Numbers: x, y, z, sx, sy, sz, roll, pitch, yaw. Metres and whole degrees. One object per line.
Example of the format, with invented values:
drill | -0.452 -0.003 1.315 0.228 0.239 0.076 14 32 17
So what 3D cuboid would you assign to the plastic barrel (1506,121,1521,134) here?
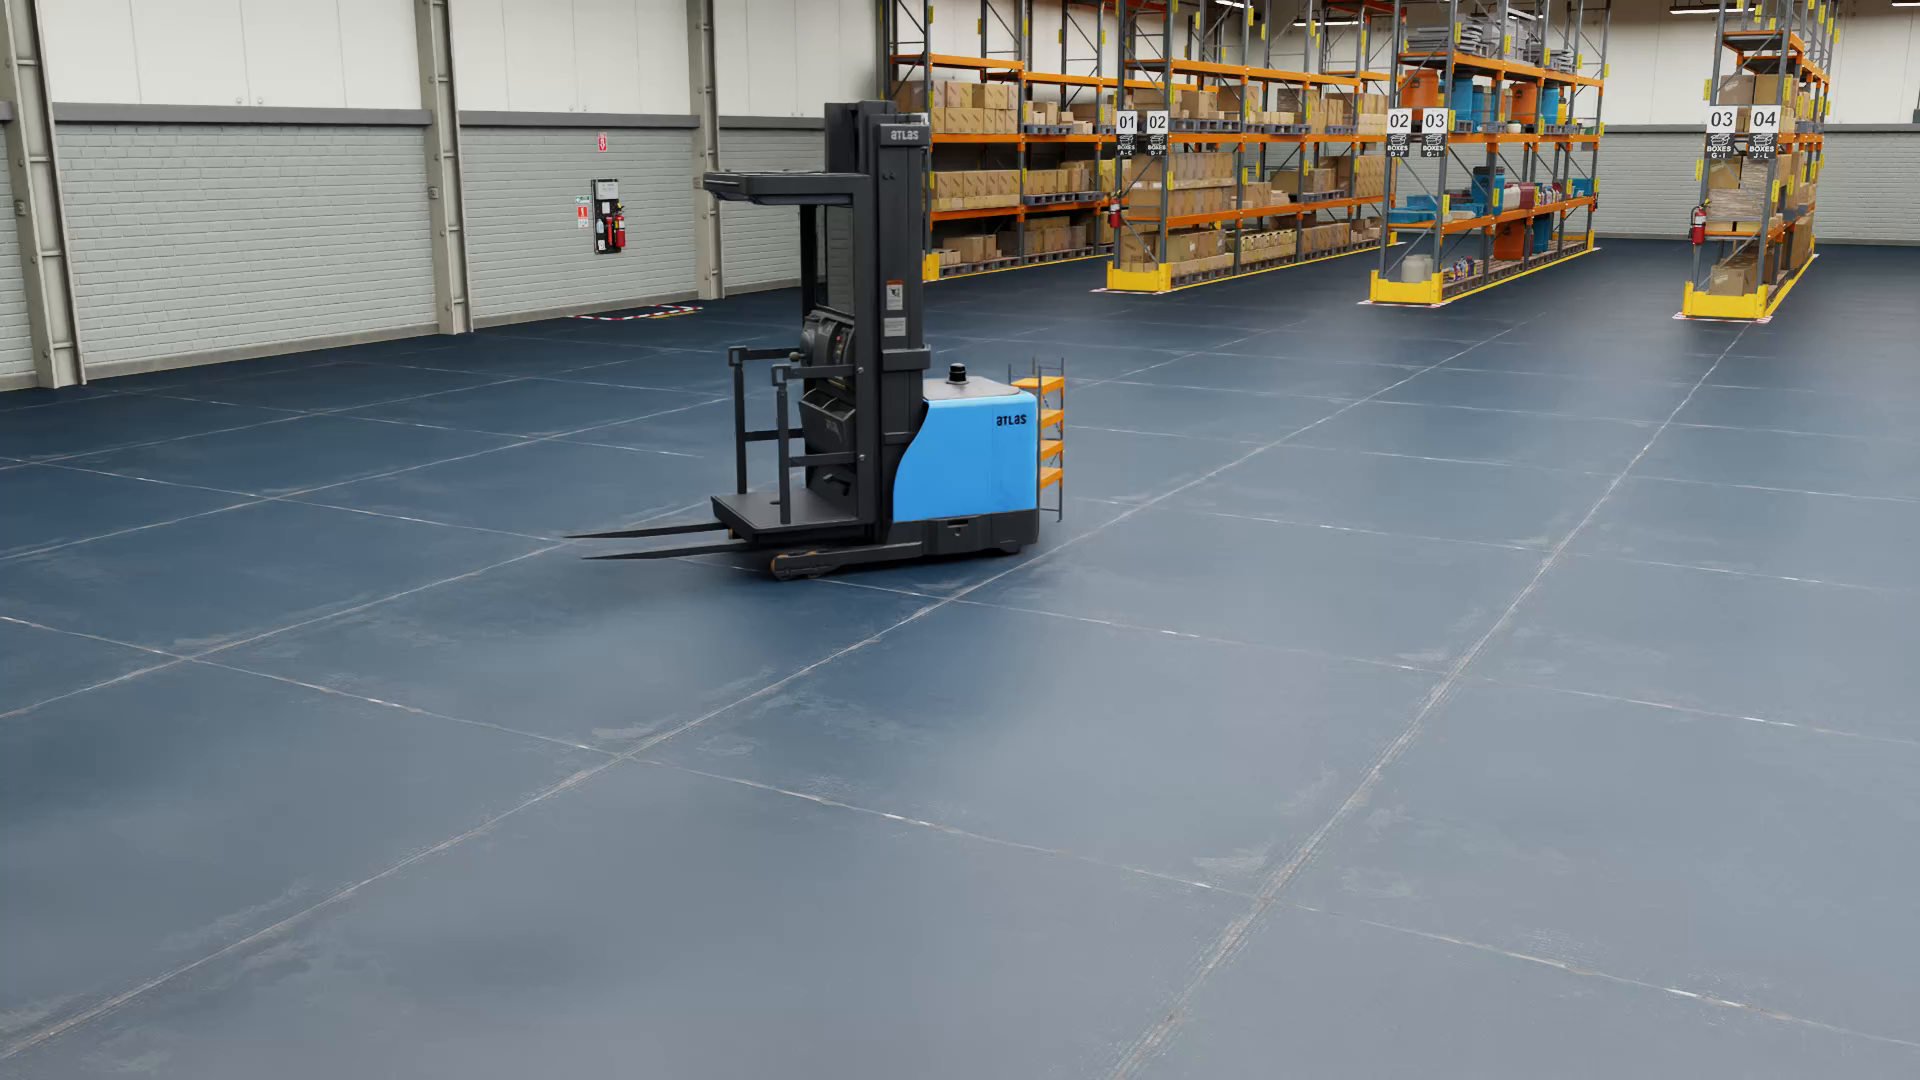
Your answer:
plastic barrel | 11.104 -8.282 33.382 0.301 0.262 0.301 0 14 0

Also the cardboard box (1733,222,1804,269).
cardboard box | 16.202 -5.928 33.359 1.225 0.875 0.875 7 15 25

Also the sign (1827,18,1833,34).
sign | 18.265 -10.788 34.919 0.100 0.325 0.005 7 15 28

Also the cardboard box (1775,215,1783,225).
cardboard box | 13.744 -5.438 28.228 0.380 0.149 0.250 7 15 28

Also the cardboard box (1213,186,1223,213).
cardboard box | 4.788 -6.768 32.992 0.700 0.500 0.500 7 15 27

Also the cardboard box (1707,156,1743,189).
cardboard box | 12.033 -5.796 26.194 0.500 0.500 0.500 7 15 28

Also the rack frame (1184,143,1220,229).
rack frame | 6.710 -9.942 46.373 1.000 3.000 0.127 7 15 28

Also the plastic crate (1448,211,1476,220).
plastic crate | 9.018 -5.868 30.035 0.530 0.136 0.437 7 15 28

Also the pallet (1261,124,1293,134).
pallet | 6.393 -8.728 35.338 1.003 0.211 1.213 8 16 31

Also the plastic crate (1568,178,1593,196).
plastic crate | 15.384 -8.776 41.333 0.616 0.435 0.499 7 15 28

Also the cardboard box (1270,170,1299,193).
cardboard box | 7.386 -8.135 37.768 0.700 0.500 0.500 2 14 9

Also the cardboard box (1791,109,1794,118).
cardboard box | 14.013 -7.276 28.384 0.380 0.149 0.250 8 16 30

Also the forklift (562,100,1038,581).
forklift | -1.043 -1.308 10.706 3.031 2.935 1.130 -6 15 -22

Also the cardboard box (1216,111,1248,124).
cardboard box | 5.553 -8.635 33.973 0.500 0.250 0.500 9 16 34

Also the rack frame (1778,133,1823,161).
rack frame | 19.718 -8.259 39.389 1.000 3.000 0.127 7 15 28

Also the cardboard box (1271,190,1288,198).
cardboard box | 6.966 -7.627 36.962 0.500 0.311 0.500 9 16 32

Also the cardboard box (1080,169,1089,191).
cardboard box | 2.624 -8.466 39.097 0.700 0.500 0.500 5 15 21

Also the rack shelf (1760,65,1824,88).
rack shelf | 16.817 -9.400 33.711 1.077 0.370 4.000 7 15 28

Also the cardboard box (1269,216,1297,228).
cardboard box | 7.451 -7.334 38.350 0.500 0.250 0.500 8 16 30

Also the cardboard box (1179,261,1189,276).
cardboard box | 4.005 -5.154 31.484 0.500 0.250 0.500 7 15 28

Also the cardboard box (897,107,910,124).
cardboard box | -1.045 -8.290 32.865 0.500 0.500 0.500 9 16 32

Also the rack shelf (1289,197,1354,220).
rack shelf | 8.147 -7.801 39.026 1.077 0.370 4.000 7 15 28

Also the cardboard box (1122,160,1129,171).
cardboard box | 3.785 -9.146 40.578 0.500 0.250 0.500 7 15 28

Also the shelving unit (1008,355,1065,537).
shelving unit | 0.537 -0.671 11.758 0.258 1.200 0.503 5 15 21

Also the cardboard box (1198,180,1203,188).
cardboard box | 4.435 -6.834 31.885 0.380 0.149 0.250 8 15 29

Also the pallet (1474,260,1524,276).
pallet | 11.106 -5.668 34.595 1.003 0.211 1.213 7 15 28

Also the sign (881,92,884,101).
sign | -1.501 -8.615 32.579 0.100 0.325 0.005 7 15 28

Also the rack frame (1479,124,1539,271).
rack frame | 11.515 -7.178 34.909 1.000 3.000 0.127 7 15 28

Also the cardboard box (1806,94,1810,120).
cardboard box | 15.839 -8.241 31.636 0.500 0.500 0.500 8 16 30

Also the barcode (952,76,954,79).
barcode | -0.140 -9.626 34.606 0.001 0.075 0.075 7 15 28

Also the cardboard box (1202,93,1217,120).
cardboard box | 4.772 -8.625 33.102 0.500 0.500 0.500 9 16 33

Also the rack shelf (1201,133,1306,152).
rack shelf | 6.214 -8.439 35.271 1.077 0.370 4.000 7 15 28

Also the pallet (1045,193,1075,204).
pallet | 1.921 -7.797 37.884 1.003 0.211 1.213 7 15 28

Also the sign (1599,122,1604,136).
sign | 15.871 -10.168 41.133 0.100 0.325 0.005 7 15 28

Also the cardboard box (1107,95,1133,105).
cardboard box | 3.982 -10.926 41.302 0.500 0.250 0.500 7 15 26

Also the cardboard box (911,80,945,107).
cardboard box | -0.626 -8.714 32.488 0.500 0.500 0.500 6 15 24

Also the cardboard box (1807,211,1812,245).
cardboard box | 19.039 -7.103 38.233 0.875 0.875 0.875 7 15 28

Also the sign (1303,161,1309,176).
sign | 7.668 -8.241 36.846 0.100 0.325 0.005 7 15 28

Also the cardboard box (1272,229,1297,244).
cardboard box | 7.143 -6.745 36.886 0.500 0.311 0.500 8 16 30

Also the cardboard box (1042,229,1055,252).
cardboard box | 1.738 -6.844 37.915 0.700 0.500 0.500 8 15 29

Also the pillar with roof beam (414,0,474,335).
pillar with roof beam | -3.477 -6.868 20.821 9.100 9.000 0.400 7 15 28

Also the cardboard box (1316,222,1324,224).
cardboard box | 8.667 -7.488 40.588 0.500 0.500 0.500 7 15 26

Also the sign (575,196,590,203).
sign | -5.920 -5.341 26.079 0.001 0.109 0.331 7 15 28

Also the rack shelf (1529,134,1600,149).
rack shelf | 14.415 -9.518 39.748 1.077 0.370 4.000 7 15 28

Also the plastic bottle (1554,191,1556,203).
plastic bottle | 13.364 -7.746 37.529 0.152 0.276 0.135 7 15 28

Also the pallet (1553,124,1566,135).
pallet | 12.609 -8.961 36.304 1.003 0.211 1.213 7 15 28

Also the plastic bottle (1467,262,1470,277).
plastic bottle | 9.387 -5.009 30.767 0.061 0.283 0.133 9 16 32

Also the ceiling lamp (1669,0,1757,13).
ceiling lamp | 18.884 -14.839 41.431 2.000 3.185 0.800 7 15 28

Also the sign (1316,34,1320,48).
sign | 8.648 -12.035 40.093 0.100 0.325 0.005 7 15 28

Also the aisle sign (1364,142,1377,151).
aisle sign | 10.824 -10.693 43.940 0.394 0.787 0.004 7 15 28

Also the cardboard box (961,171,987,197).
cardboard box | 0.211 -7.338 34.247 0.500 0.500 0.500 8 16 30

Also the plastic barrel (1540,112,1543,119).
plastic barrel | 12.228 -8.957 35.320 0.294 0.245 0.294 0 14 0

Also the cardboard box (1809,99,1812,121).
cardboard box | 18.374 -9.475 36.711 0.700 0.500 0.500 8 16 31

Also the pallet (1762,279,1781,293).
pallet | 14.292 -4.601 30.167 1.003 0.211 1.213 7 15 28

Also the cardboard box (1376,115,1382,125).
cardboard box | 10.300 -10.568 41.821 0.500 0.250 0.500 7 15 28
